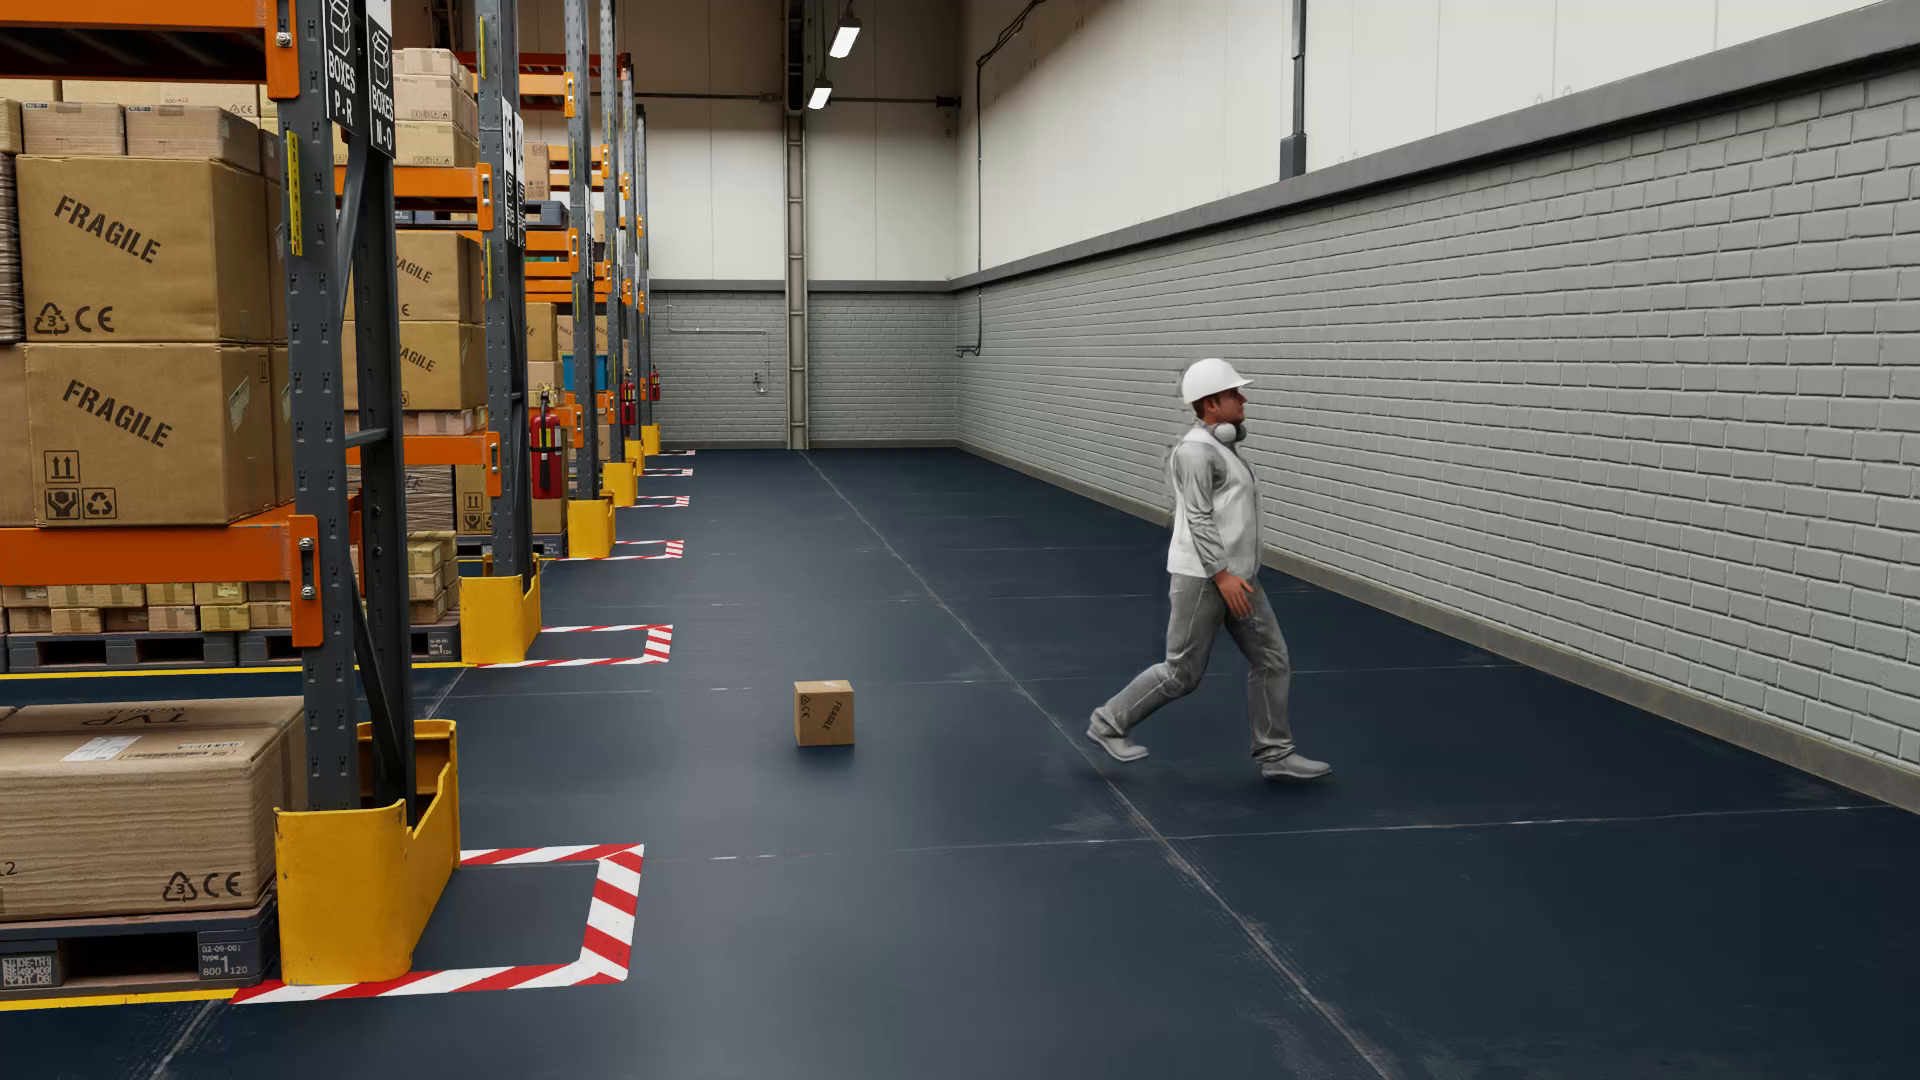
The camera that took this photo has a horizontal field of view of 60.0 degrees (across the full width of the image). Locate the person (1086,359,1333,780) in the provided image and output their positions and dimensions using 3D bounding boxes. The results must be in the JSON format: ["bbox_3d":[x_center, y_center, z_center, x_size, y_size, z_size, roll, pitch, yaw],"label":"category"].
[{"bbox_3d":[1.030,0.125,6.829,1.001,1.730,0.554,3,7,26],"label":"person"}]
